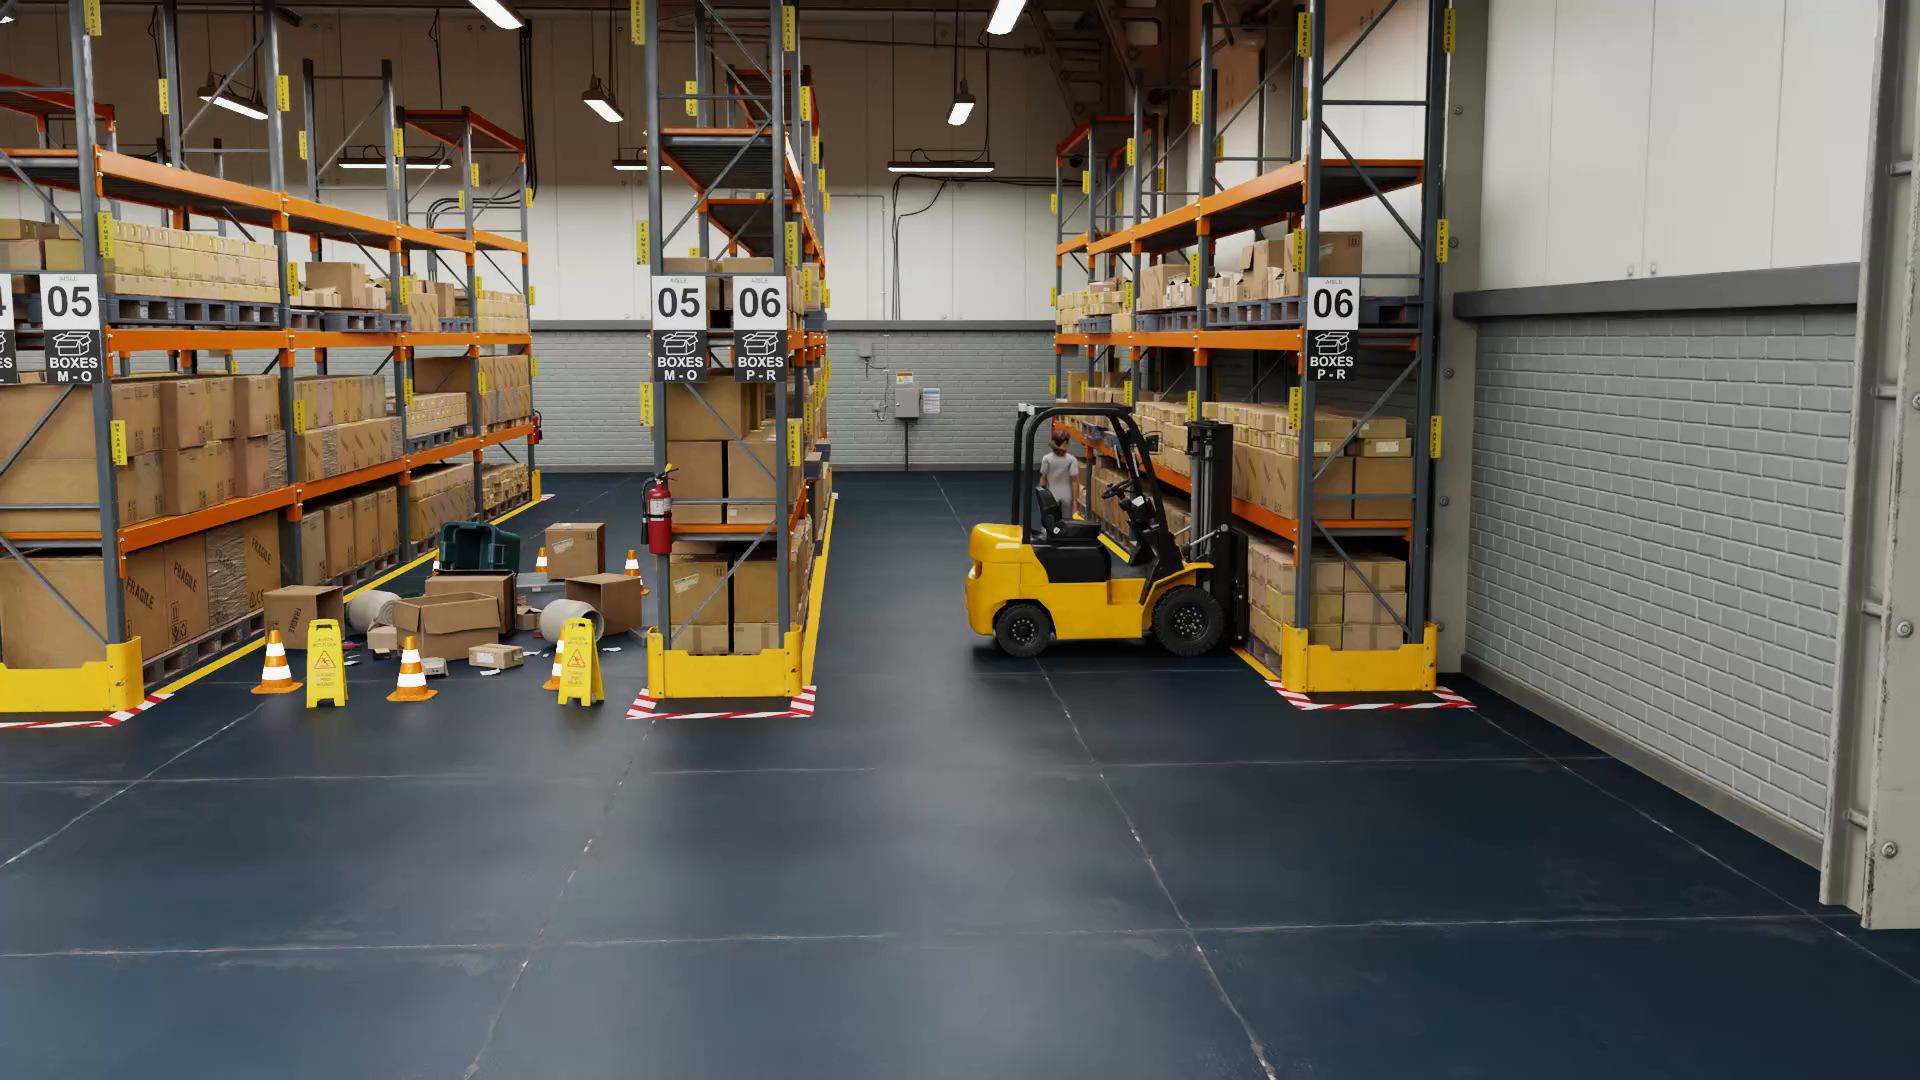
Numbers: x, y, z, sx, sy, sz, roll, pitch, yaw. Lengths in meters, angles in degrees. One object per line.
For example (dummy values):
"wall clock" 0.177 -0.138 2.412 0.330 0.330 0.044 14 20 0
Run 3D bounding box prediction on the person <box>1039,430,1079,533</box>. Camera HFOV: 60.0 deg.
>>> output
"person" 1.148 -0.448 19.337 0.467 1.665 0.747 0 7 3
